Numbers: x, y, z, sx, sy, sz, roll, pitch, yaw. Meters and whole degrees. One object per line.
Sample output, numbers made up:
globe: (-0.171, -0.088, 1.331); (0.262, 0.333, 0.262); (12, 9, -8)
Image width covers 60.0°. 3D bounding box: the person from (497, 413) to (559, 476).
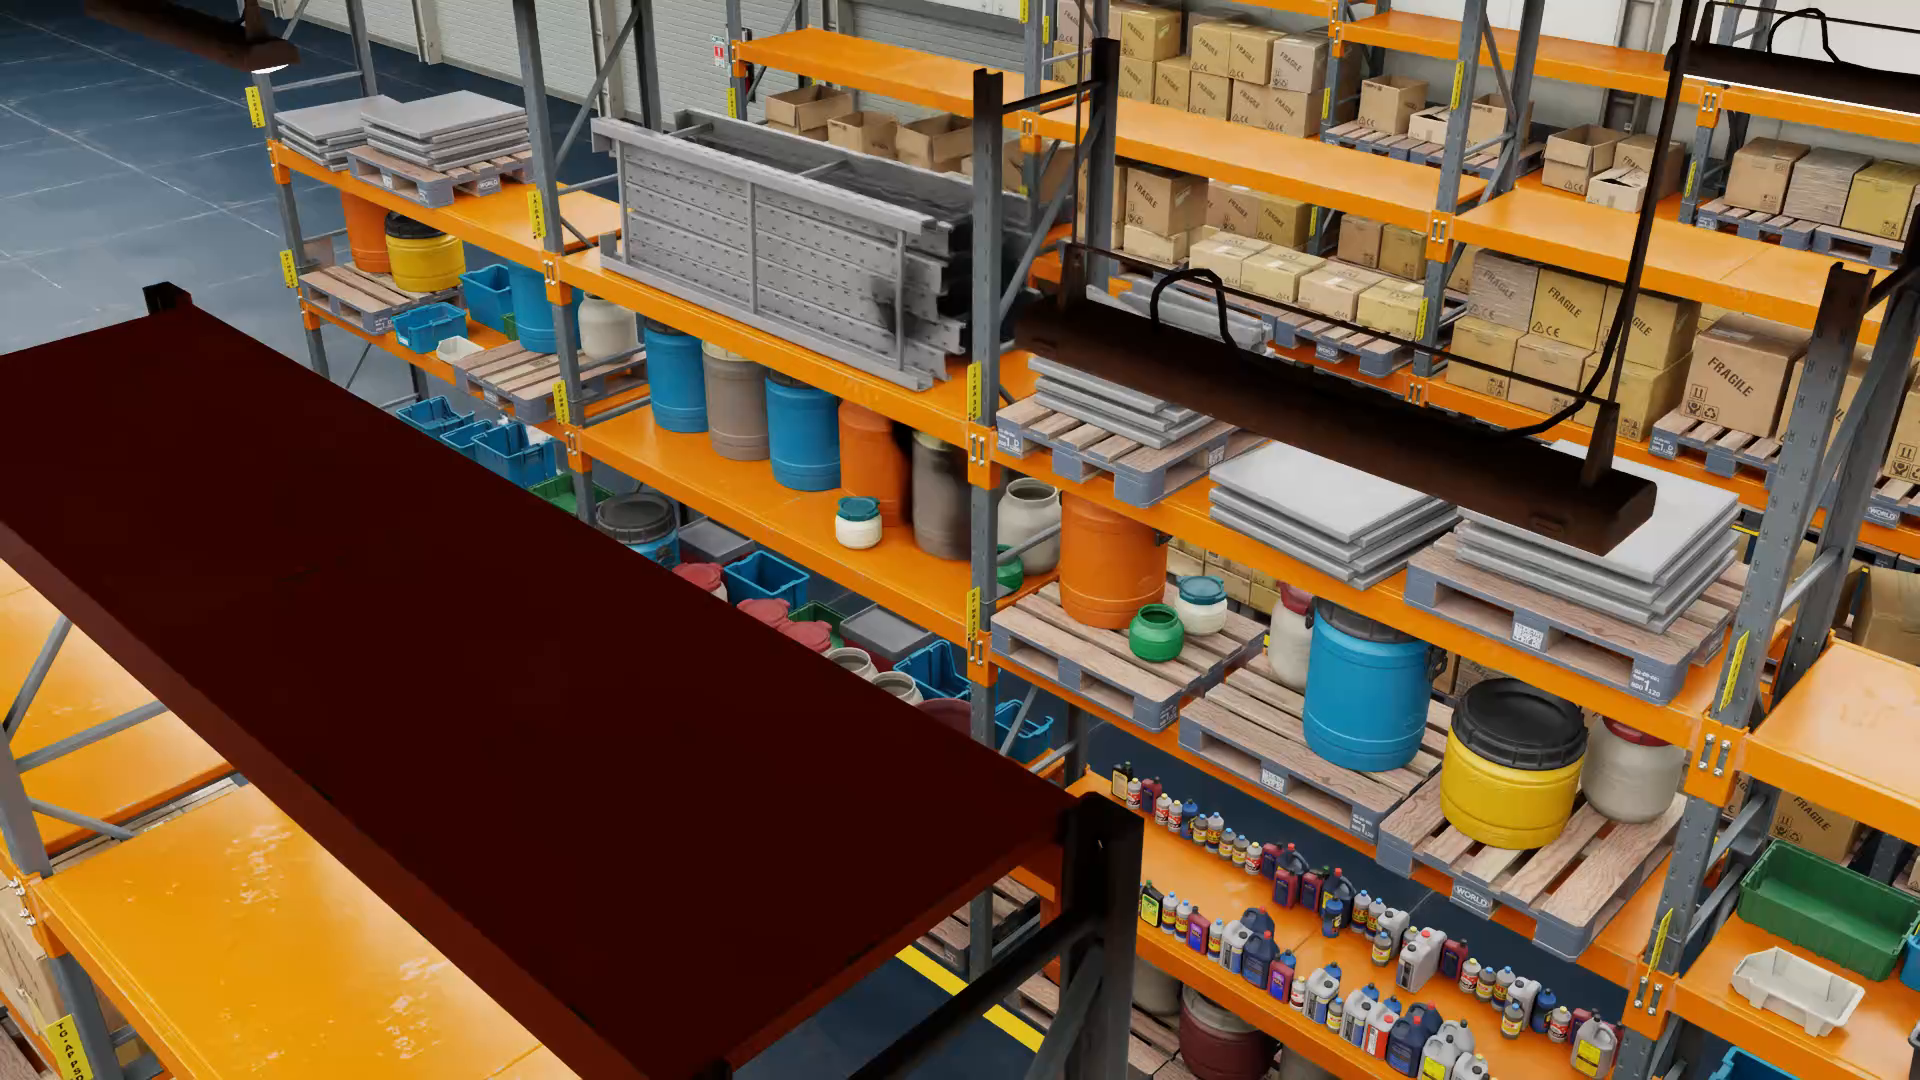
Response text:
person: (-4.228, -1.042, 16.315); (0.560, 1.723, 0.675); (15, 33, 25)
